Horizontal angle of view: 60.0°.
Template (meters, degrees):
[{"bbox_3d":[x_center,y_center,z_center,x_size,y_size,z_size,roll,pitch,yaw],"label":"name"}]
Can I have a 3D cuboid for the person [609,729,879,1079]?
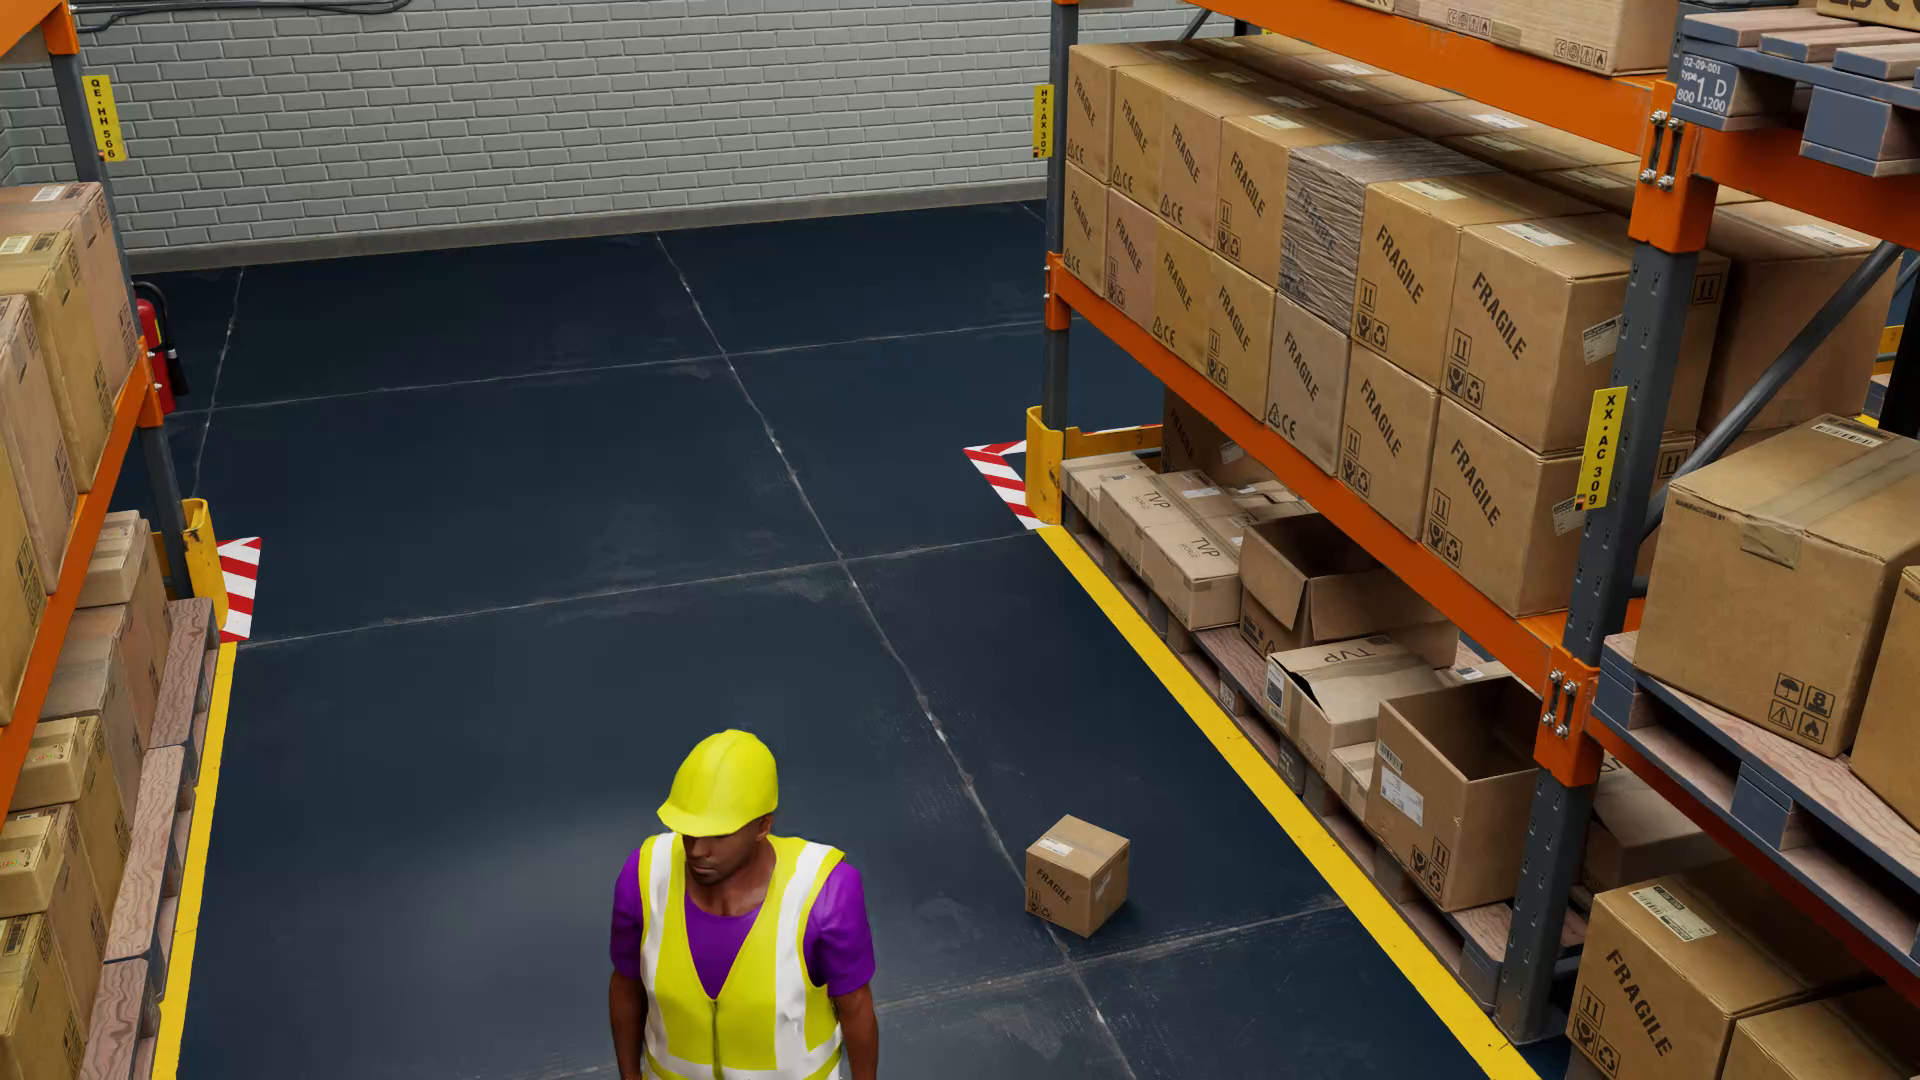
[{"bbox_3d":[-0.478,1.211,3.566,0.592,1.765,0.454,5,27,11],"label":"person"}]
